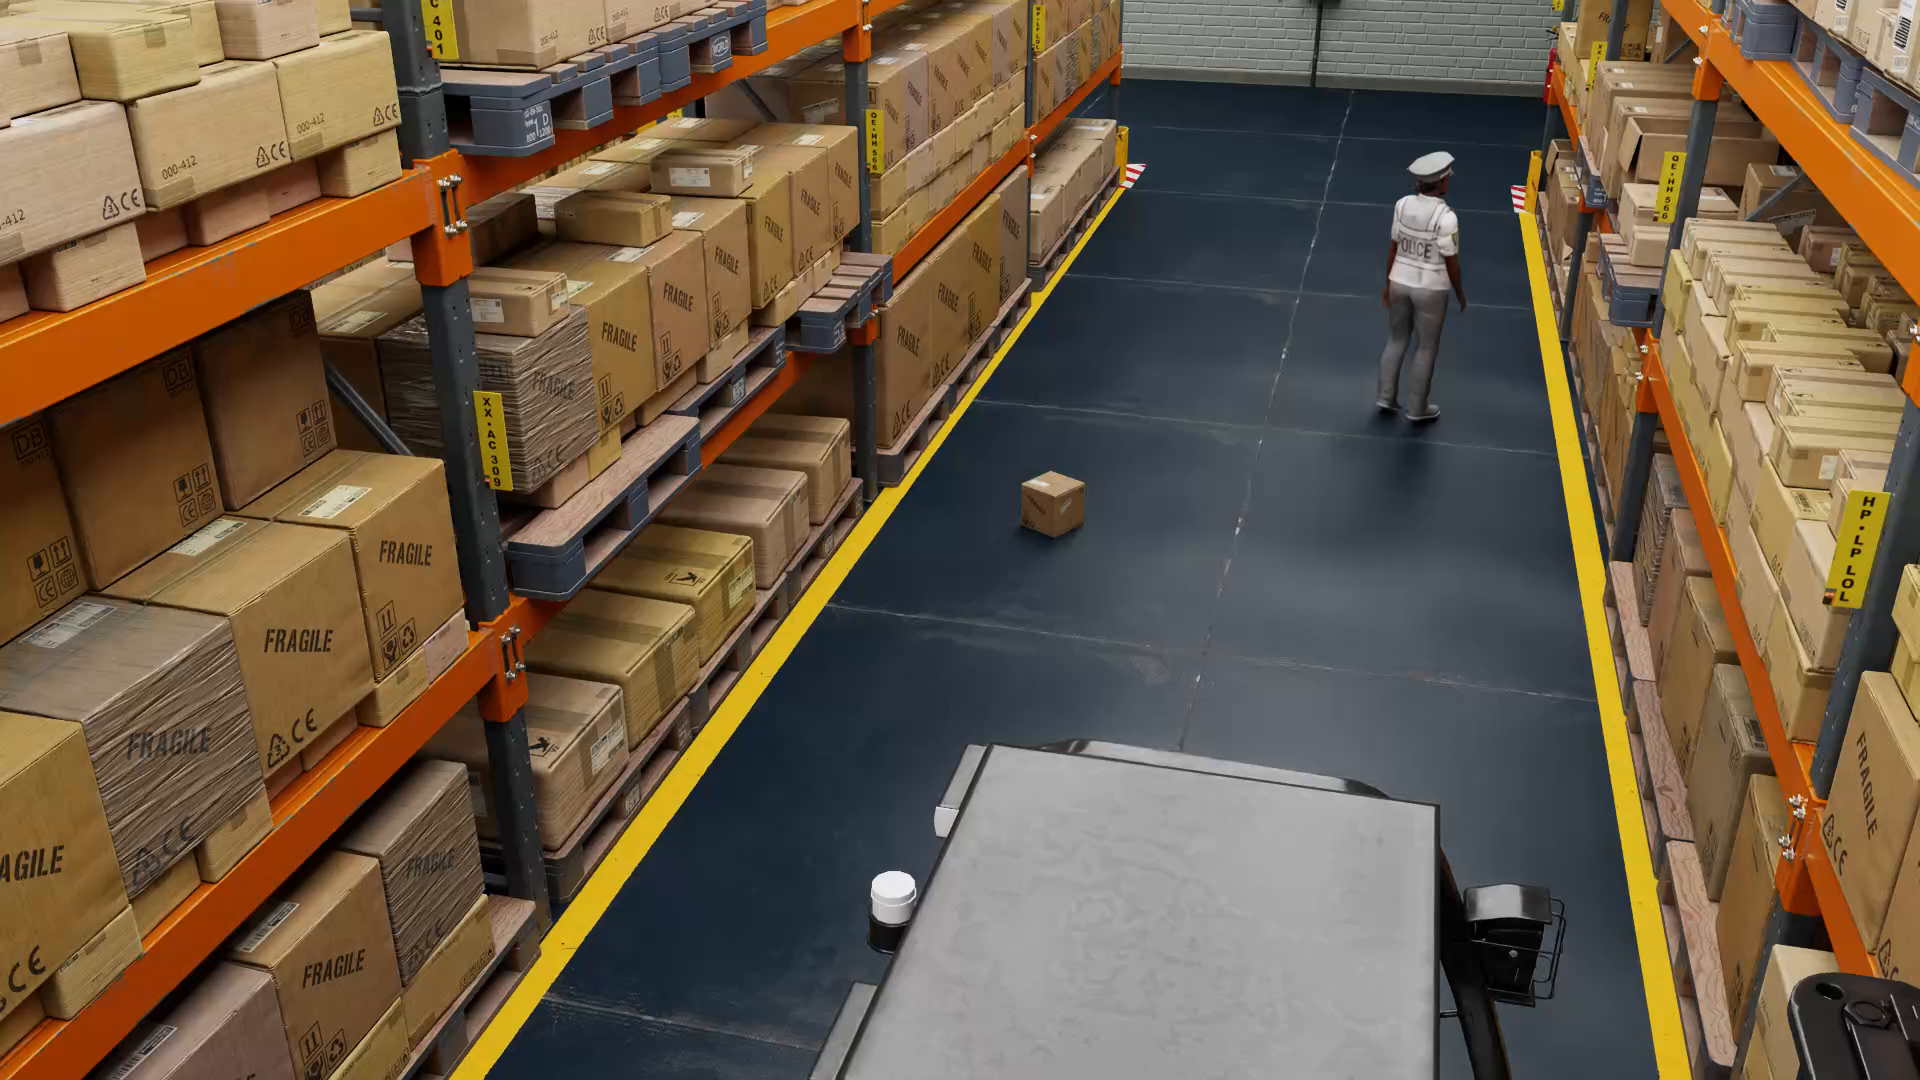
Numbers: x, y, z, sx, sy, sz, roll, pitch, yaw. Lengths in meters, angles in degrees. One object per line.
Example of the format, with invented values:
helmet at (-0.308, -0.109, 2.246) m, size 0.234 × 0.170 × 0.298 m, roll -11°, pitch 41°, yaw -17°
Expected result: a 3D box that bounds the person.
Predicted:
person at (2.865, -1.533, 10.291) m, size 0.412 × 1.746 × 0.499 m, roll -19°, pitch 32°, yaw -35°
